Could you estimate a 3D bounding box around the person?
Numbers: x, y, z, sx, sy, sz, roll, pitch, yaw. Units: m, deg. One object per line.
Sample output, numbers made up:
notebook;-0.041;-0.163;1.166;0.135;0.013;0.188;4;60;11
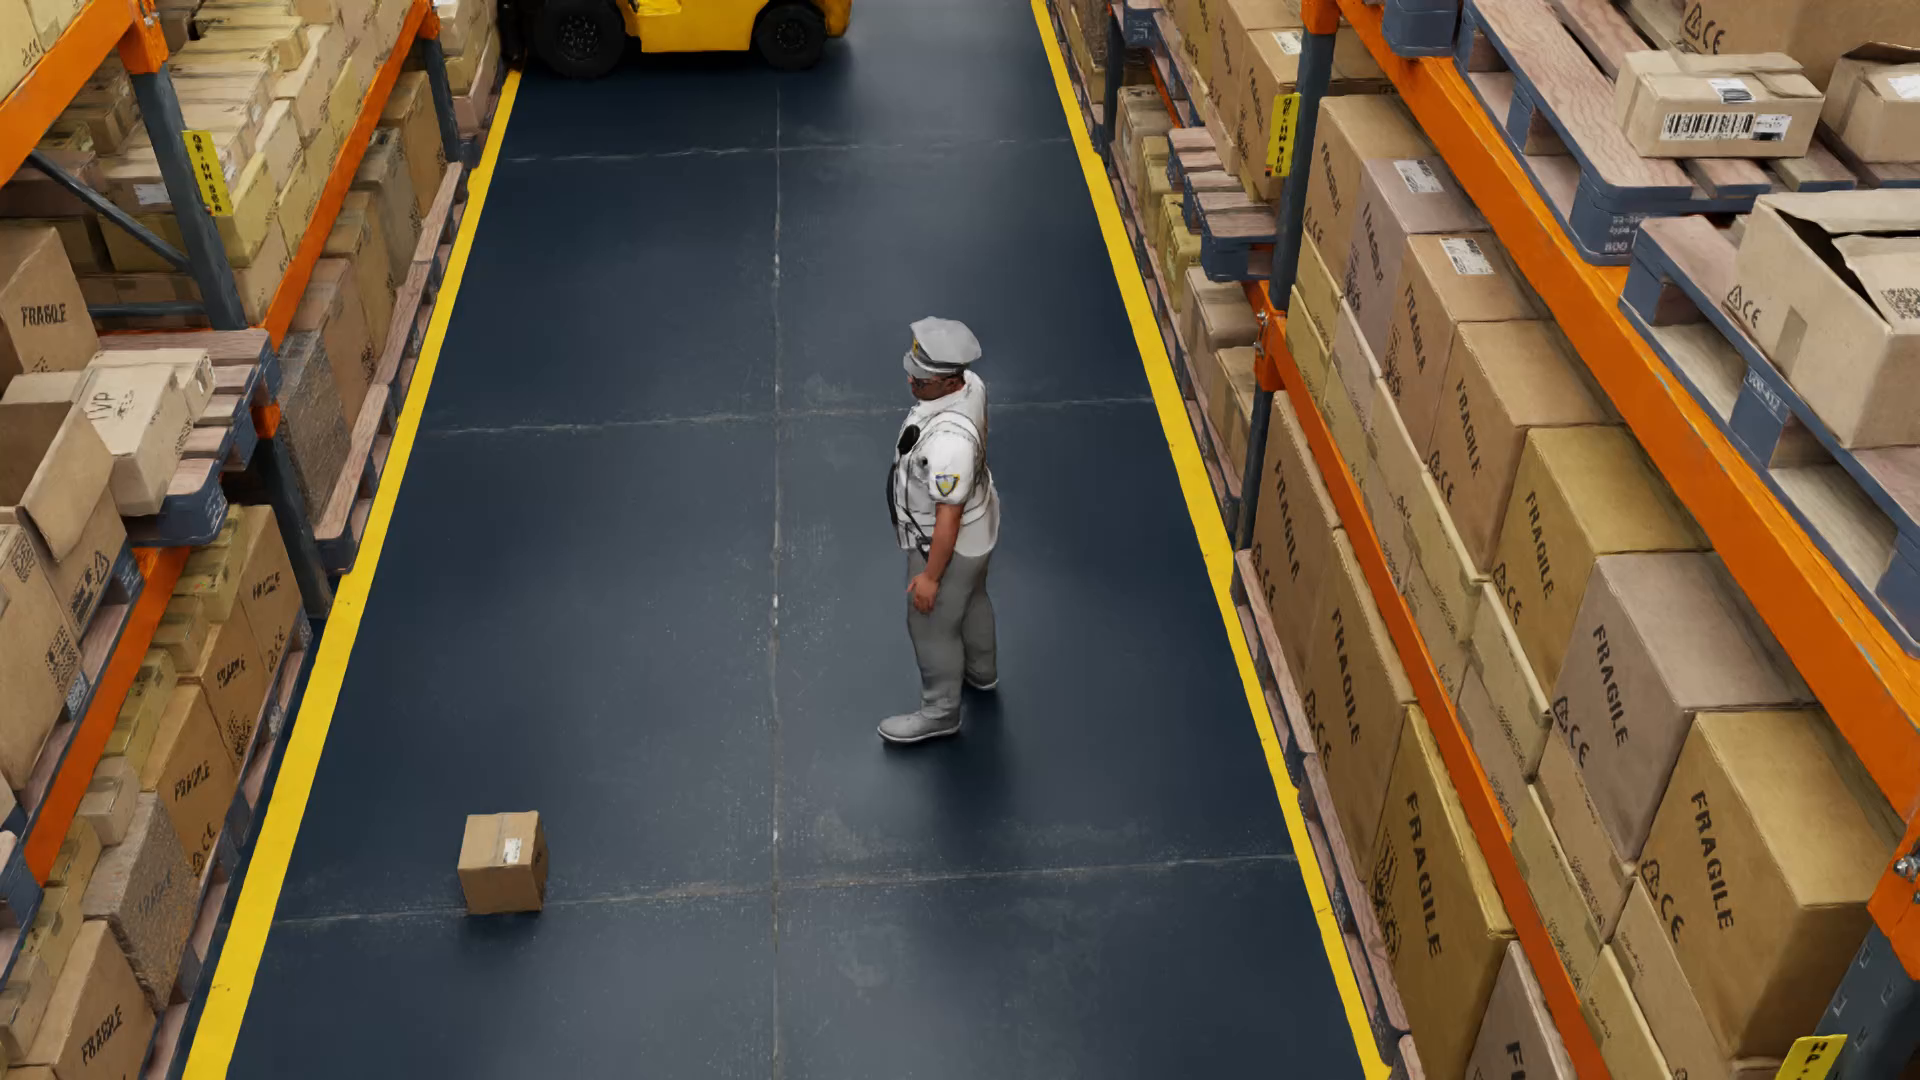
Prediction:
person;-0.072;-0.031;6.143;0.439;1.762;0.628;6;39;7
